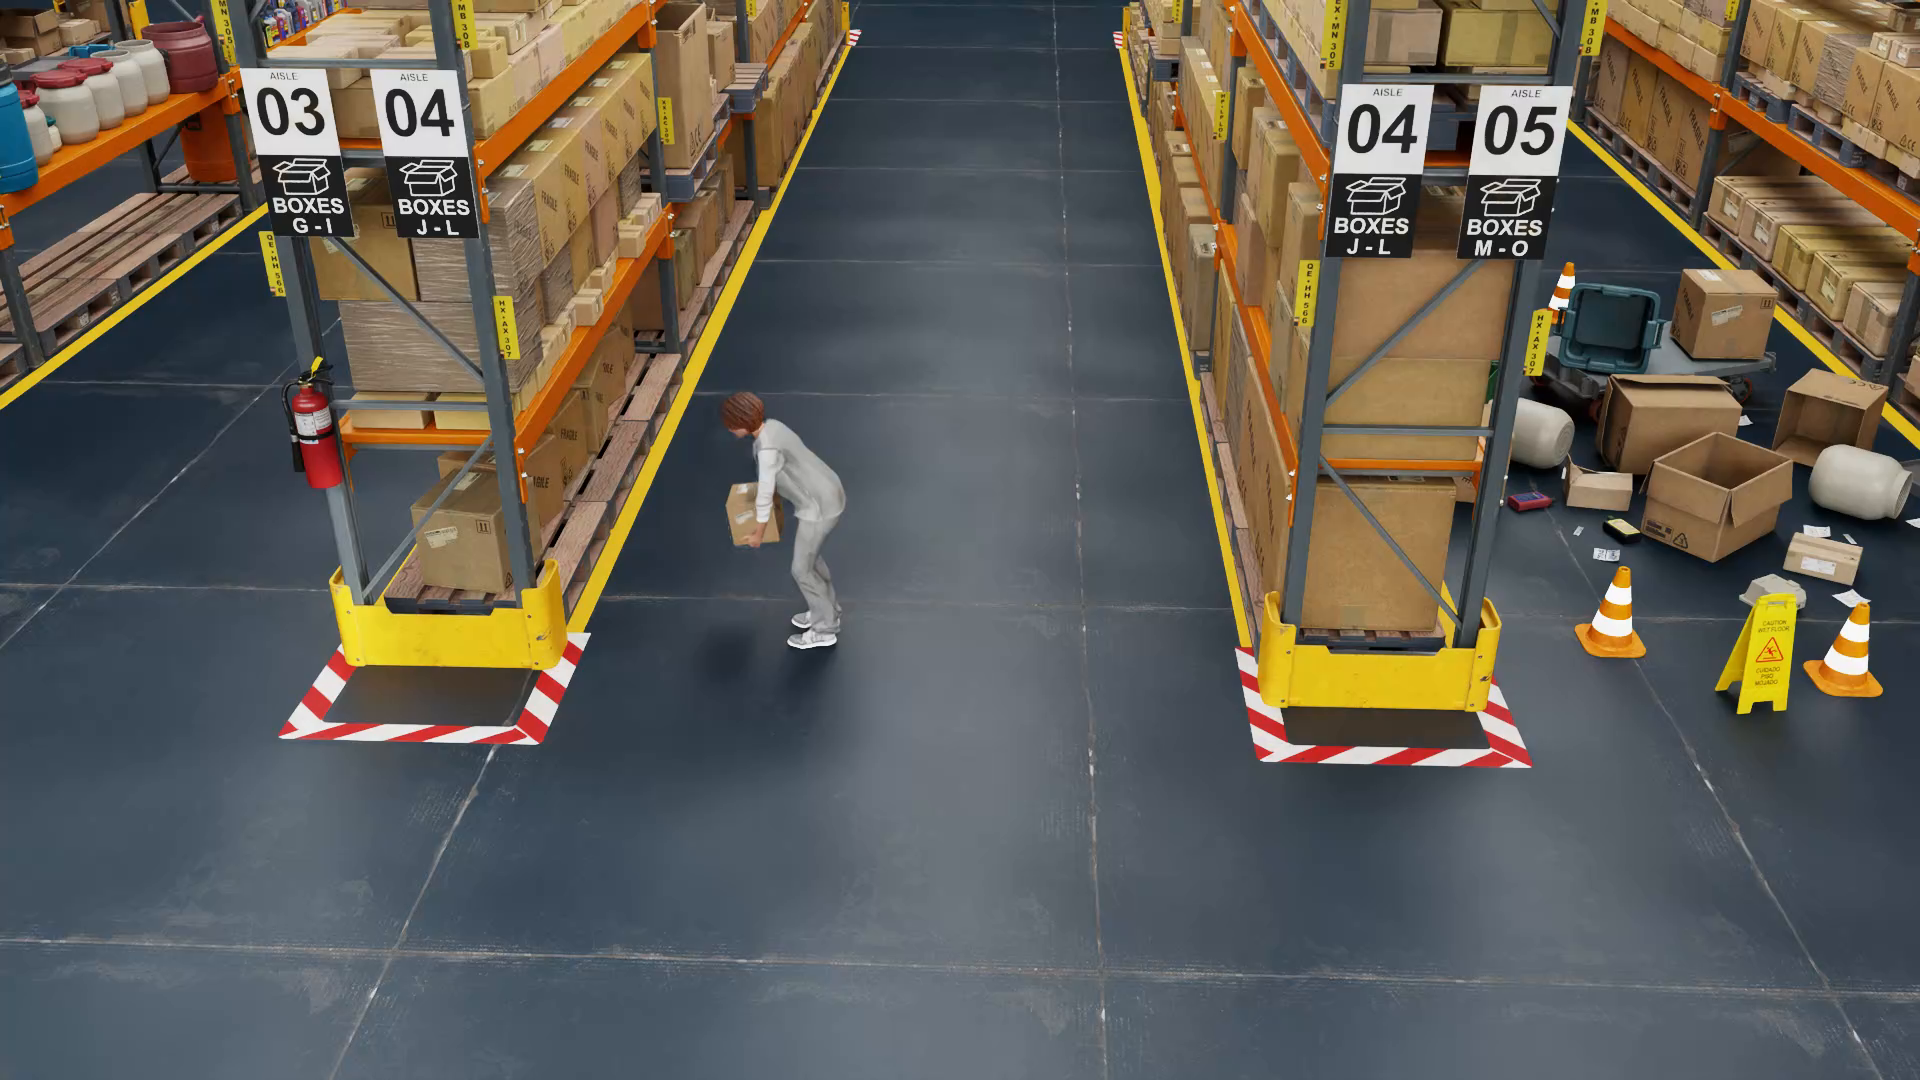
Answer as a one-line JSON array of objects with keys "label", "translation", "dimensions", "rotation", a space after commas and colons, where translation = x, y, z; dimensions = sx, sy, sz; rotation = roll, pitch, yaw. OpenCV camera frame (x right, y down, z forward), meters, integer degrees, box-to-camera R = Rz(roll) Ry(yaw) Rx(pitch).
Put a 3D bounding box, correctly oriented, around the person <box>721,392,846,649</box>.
[{"label": "person", "translation": [-0.931, -0.115, 8.983], "dimensions": [0.633, 1.473, 0.376], "rotation": [0, 28, 1]}]
